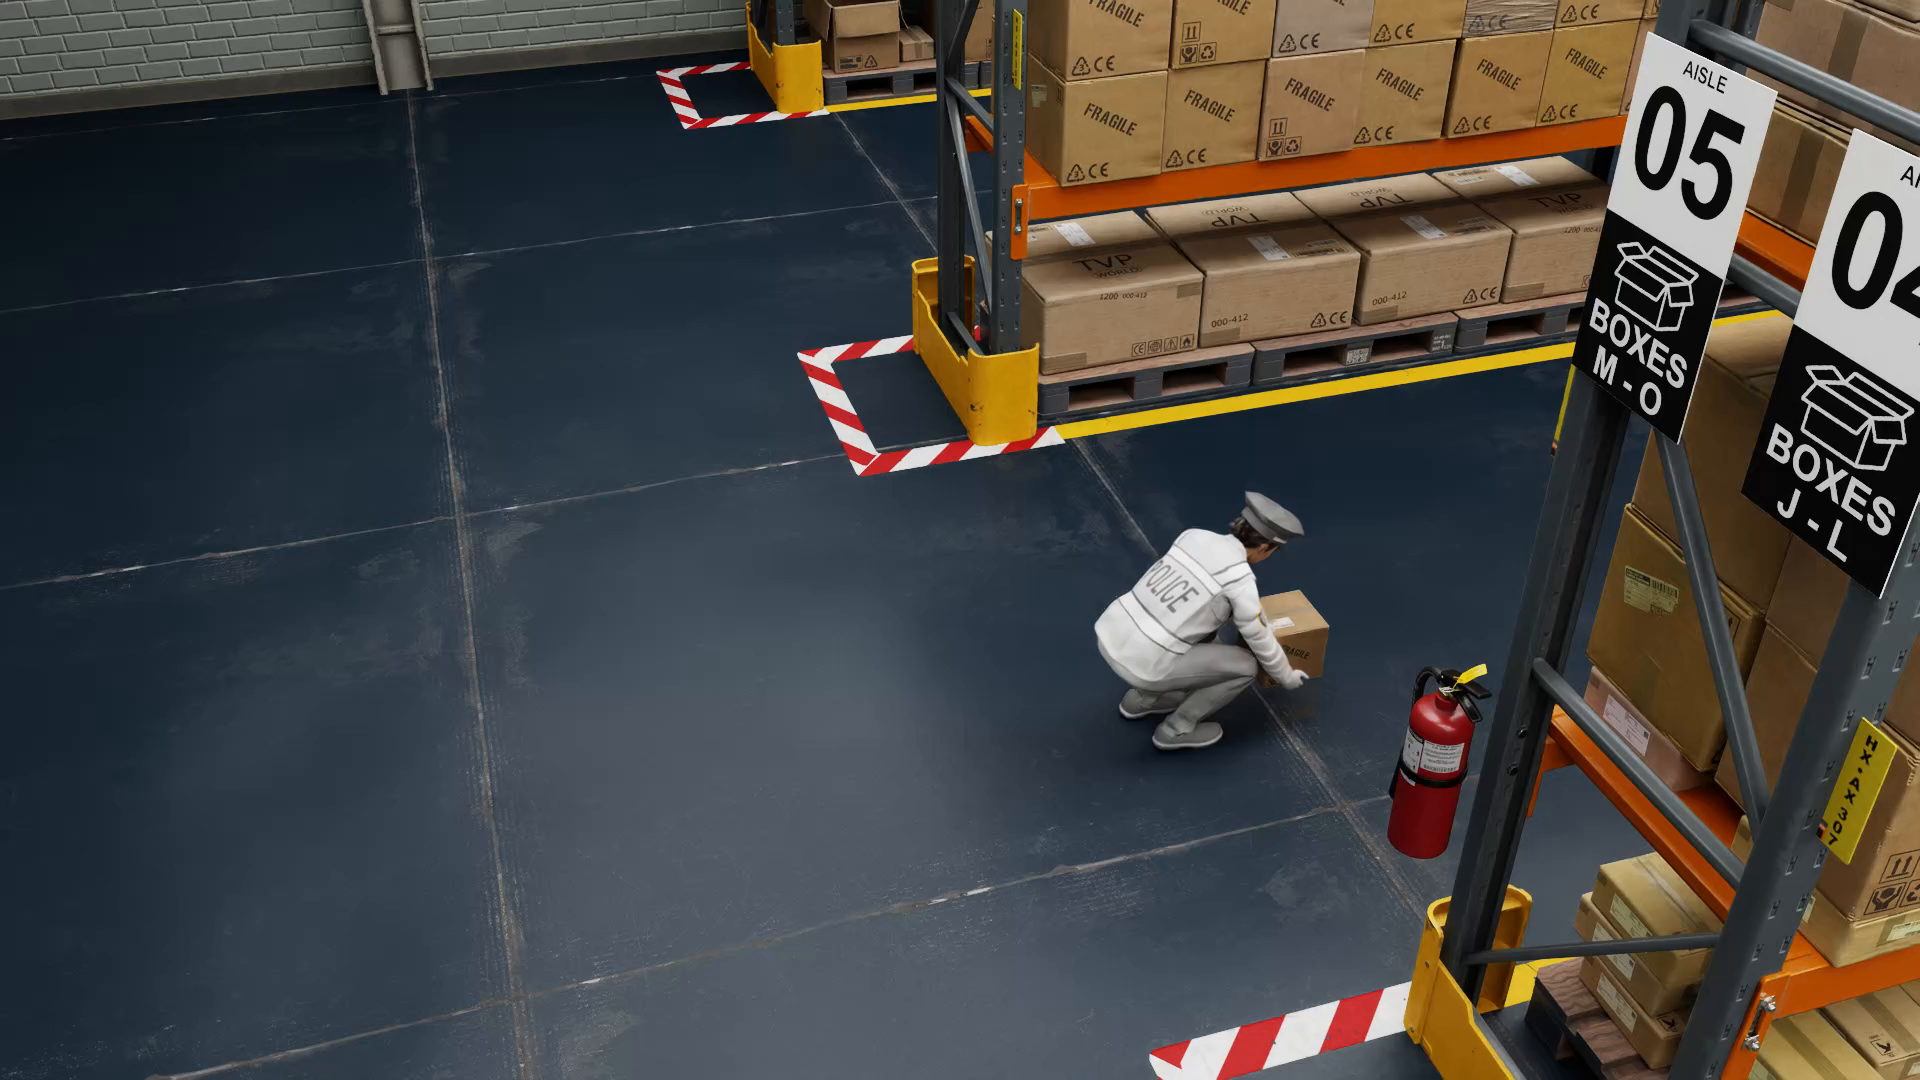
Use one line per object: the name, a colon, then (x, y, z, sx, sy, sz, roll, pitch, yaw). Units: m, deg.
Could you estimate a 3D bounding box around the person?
person: (0.918, 0.311, 6.317, 0.824, 0.964, 0.495, -10, 35, -15)
